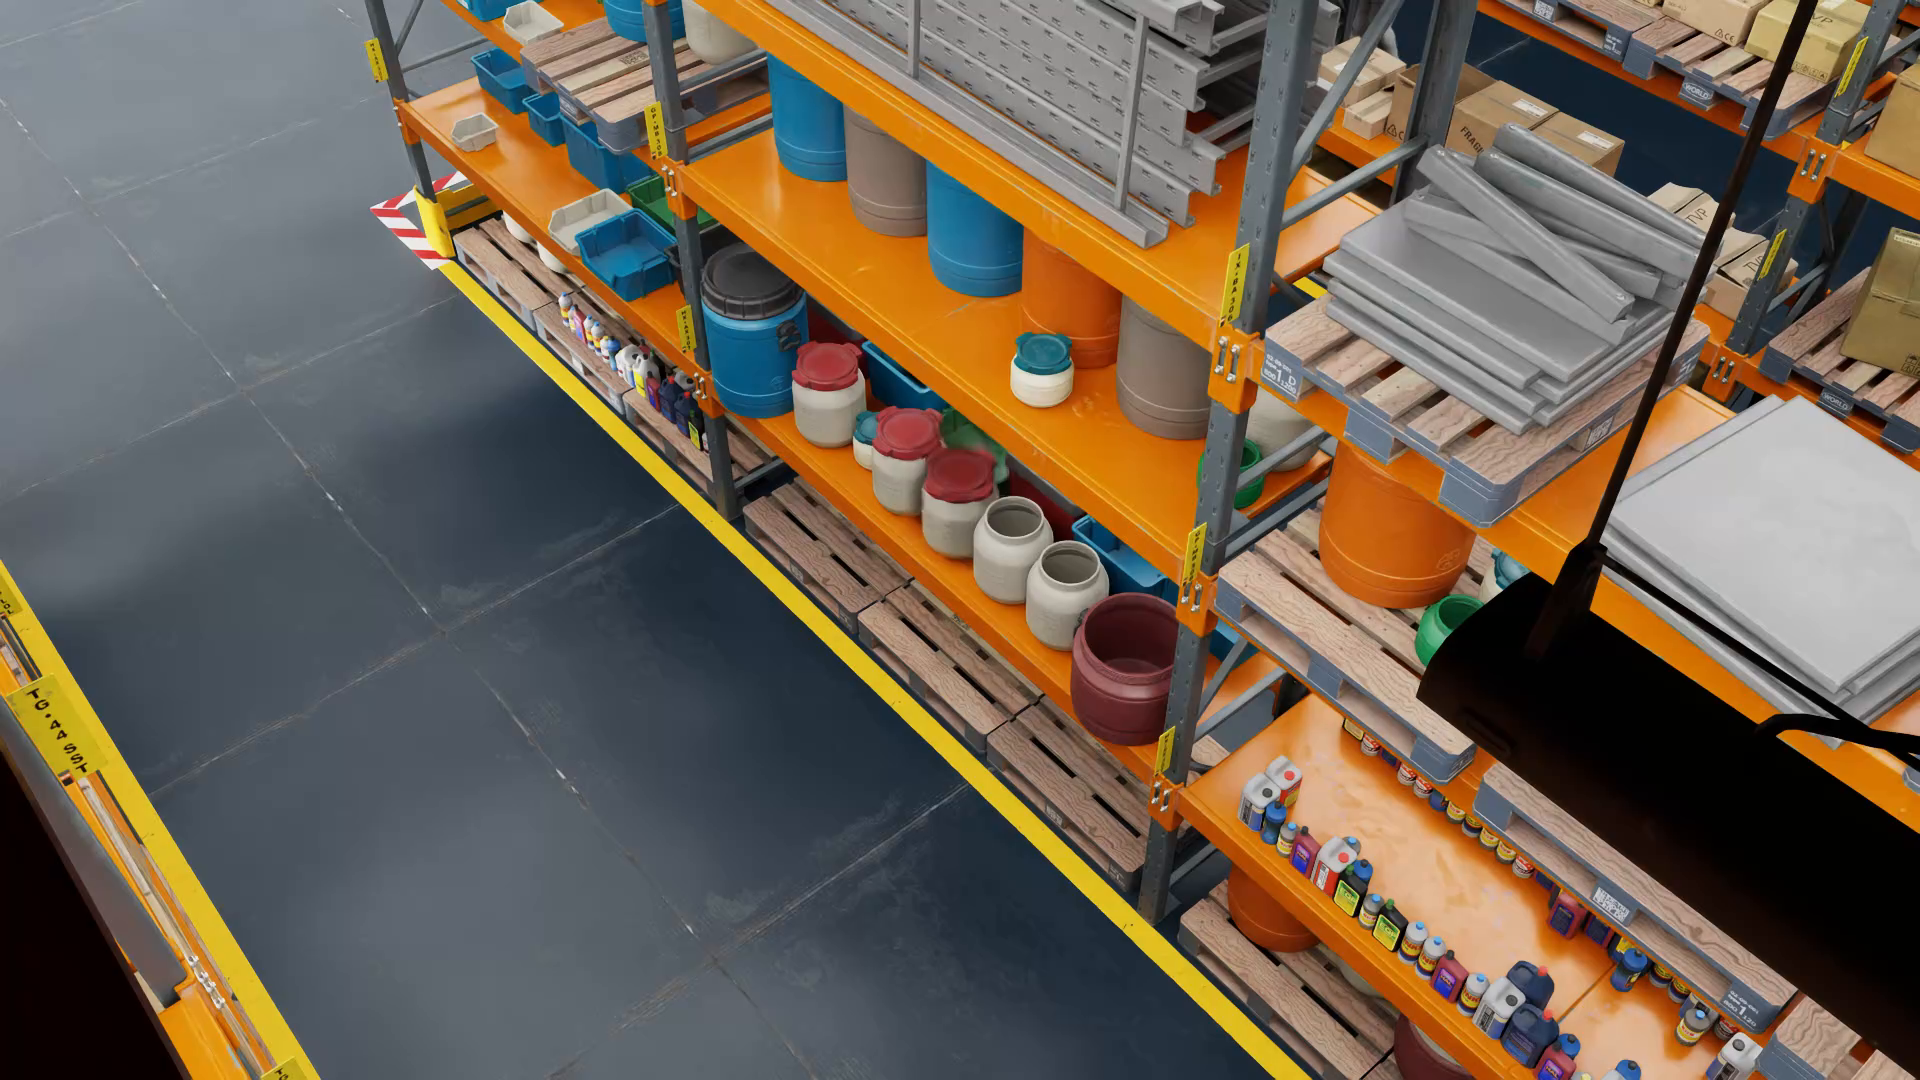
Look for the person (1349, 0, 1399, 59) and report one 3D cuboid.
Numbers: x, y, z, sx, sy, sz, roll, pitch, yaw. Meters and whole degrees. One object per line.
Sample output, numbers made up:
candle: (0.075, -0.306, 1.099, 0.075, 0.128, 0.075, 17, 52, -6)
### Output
person: (3.620, -4.874, 14.432, 0.769, 1.762, 0.562, 19, 49, 17)
